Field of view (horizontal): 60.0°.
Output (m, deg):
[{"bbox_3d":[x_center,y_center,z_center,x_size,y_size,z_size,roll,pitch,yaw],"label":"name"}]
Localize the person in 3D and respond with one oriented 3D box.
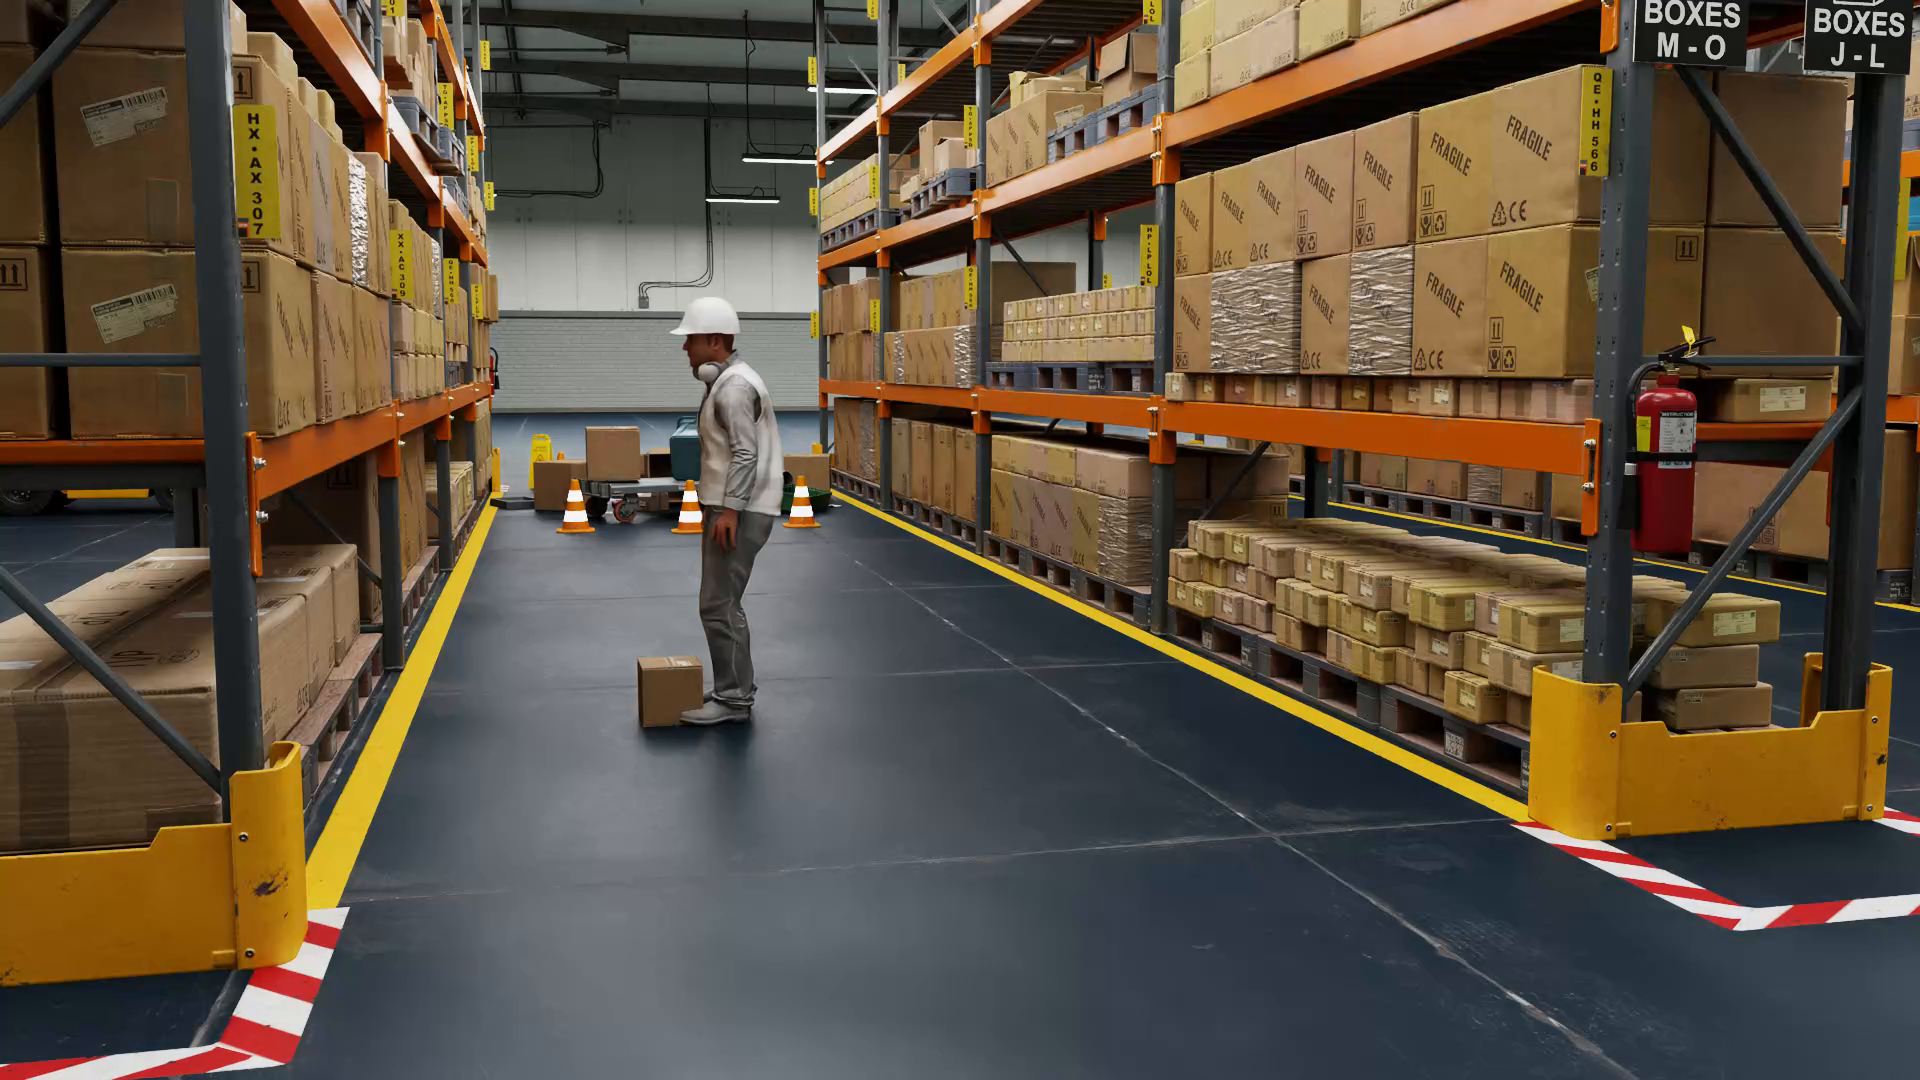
[{"bbox_3d":[-0.979,-0.127,7.007,0.464,1.771,0.581,-2,6,-14],"label":"person"}]
